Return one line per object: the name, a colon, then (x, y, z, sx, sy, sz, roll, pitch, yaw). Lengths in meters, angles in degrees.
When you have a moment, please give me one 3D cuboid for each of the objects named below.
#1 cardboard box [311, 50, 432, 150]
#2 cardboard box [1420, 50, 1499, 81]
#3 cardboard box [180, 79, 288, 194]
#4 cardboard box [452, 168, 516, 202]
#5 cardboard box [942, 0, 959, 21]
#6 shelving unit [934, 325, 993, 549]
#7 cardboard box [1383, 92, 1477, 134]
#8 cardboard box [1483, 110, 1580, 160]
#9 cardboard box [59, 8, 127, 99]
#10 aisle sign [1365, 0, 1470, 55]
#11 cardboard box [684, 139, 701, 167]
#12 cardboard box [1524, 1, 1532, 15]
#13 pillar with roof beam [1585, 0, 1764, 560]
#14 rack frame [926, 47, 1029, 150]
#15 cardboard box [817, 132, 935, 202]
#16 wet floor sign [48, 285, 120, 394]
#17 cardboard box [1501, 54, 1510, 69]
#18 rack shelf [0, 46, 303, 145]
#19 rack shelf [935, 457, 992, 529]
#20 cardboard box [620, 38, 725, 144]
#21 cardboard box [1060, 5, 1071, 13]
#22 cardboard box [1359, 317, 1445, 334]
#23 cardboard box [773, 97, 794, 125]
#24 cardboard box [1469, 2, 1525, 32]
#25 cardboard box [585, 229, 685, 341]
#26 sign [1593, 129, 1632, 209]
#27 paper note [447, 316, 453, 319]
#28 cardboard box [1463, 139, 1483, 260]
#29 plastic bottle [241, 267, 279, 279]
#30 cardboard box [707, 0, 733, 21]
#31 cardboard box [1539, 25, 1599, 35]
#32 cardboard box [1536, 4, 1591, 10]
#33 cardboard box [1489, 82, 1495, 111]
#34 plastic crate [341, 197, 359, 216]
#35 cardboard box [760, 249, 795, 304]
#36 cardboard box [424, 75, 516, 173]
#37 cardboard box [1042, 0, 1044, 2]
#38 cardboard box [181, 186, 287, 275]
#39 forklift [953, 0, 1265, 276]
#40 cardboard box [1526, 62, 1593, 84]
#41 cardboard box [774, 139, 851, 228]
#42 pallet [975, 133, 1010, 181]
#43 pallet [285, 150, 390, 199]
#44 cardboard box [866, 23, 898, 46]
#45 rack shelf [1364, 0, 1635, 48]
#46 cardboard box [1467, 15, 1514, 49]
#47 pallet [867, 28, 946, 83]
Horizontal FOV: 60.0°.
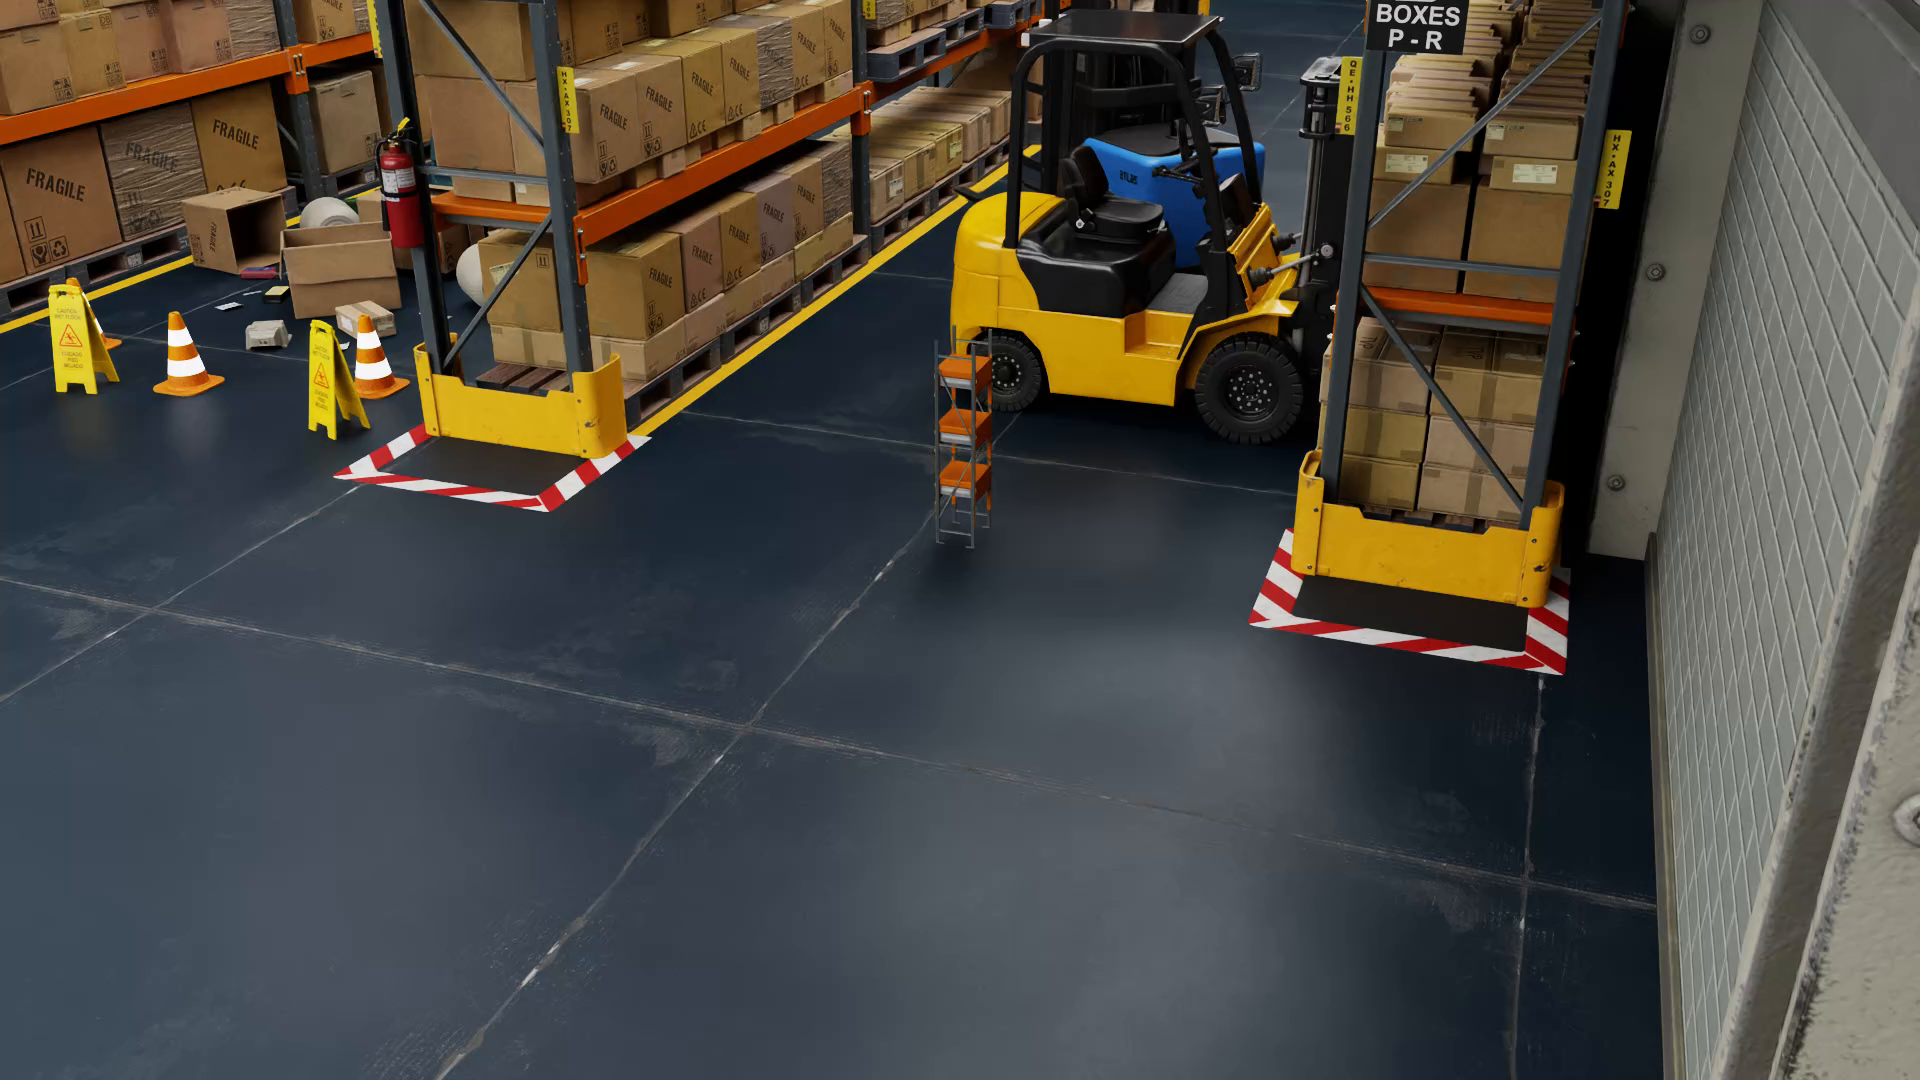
cardboard box: (-5.421, -4.074, 15.322, 1.050, 0.750, 0.750, 9, 27, 17)
cardboard box: (2.610, -2.475, 8.719, 0.380, 0.149, 0.250, 9, 27, 18)
cardboard box: (-6.143, -3.218, 13.410, 0.875, 0.875, 0.875, 9, 27, 18)
cardboard box: (-2.575, -1.985, 9.196, 0.380, 0.149, 0.250, 10, 27, 19)
cardboard box: (-0.224, -4.346, 13.590, 0.380, 0.149, 0.250, 10, 28, 19)
shelving unit: (0.018, -0.495, 8.067, 0.215, 1.050, 0.252, 9, 27, 17)
cardboard box: (2.158, -1.950, 7.634, 0.380, 0.149, 0.250, 9, 27, 18)
cardboard box: (2.498, -1.773, 7.269, 0.380, 0.149, 0.250, 8, 27, 16)
cardboard box: (-6.513, -3.481, 11.826, 0.875, 0.550, 0.500, 9, 27, 17)
aisle sign: (1.886, -2.381, 6.742, 0.394, 0.787, 0.004, 9, 27, 17)
cardboard box: (-1.771, -2.322, 9.892, 0.380, 0.149, 0.250, 9, 27, 19)
cardboard box: (3.964, -3.862, 12.382, 0.500, 0.250, 0.500, 9, 27, 18)
pillar with roof beam: (-0.793, -4.675, 7.579, 9.100, 9.000, 0.400, 9, 27, 17)
rack frame: (0.165, -5.201, 15.550, 1.000, 3.000, 0.127, 9, 27, 17)
cardboard box: (-0.758, -3.075, 13.693, 0.950, 0.372, 0.625, 11, 28, 21)
wet floor sign: (-5.341, -1.231, 10.052, 0.267, 0.644, 0.232, 4, 26, 8)
cardboard box: (3.122, -2.739, 10.351, 0.500, 0.500, 0.500, 8, 27, 16)
rack shelf: (-6.533, -3.088, 12.011, 1.077, 0.370, 4.000, 9, 27, 17)
rack shelf: (0.018, -0.235, 8.192, 0.215, 0.259, 0.240, 9, 27, 17)
cardboard box: (-1.740, -2.670, 9.866, 0.500, 0.500, 0.500, 8, 27, 16)
cardboard box: (0.774, -5.071, 17.239, 0.875, 0.875, 0.875, 9, 27, 18)
cardboard box: (2.208, -1.042, 8.485, 0.500, 0.250, 0.500, 9, 27, 18)
cardboard box: (-1.321, -2.850, 10.982, 0.380, 0.149, 0.250, 8, 27, 17)
cardboard box: (3.620, -3.550, 11.281, 0.380, 0.149, 0.250, 9, 27, 17)
cardboard box: (-1.961, -1.504, 9.726, 0.500, 0.500, 0.500, 8, 27, 16)
sign: (2.706, -1.537, 6.899, 0.100, 0.325, 0.005, 9, 27, 17)
paper note: (-3.516, -1.510, 11.357, 0.032, 0.001, 0.123, 9, 27, 17)
cardboard box: (2.282, -1.692, 8.188, 0.500, 0.500, 0.500, 10, 27, 19)
plastic bottle: (-5.125, -1.965, 12.238, 0.283, 0.061, 0.133, 0, 26, -1)
cardboard box: (-1.900, -3.628, 10.697, 0.700, 0.500, 0.500, 8, 27, 16)
cardboard box: (3.472, -2.815, 9.422, 0.380, 0.149, 0.250, 8, 27, 16)
cardboard box: (4.058, -3.494, 11.166, 0.380, 0.149, 0.250, 9, 27, 17)
cardboard box: (2.608, -2.335, 8.772, 0.380, 0.149, 0.250, 9, 27, 17)
plastic crate: (-4.690, -2.732, 13.612, 0.662, 0.188, 0.450, -20, 23, -36)
cardboard box: (-1.451, -1.798, 11.195, 0.500, 0.250, 0.500, 9, 27, 18)
cardboard box: (-2.576, -2.355, 9.216, 0.500, 0.500, 0.500, 8, 27, 17)
cardboard box: (0.565, -5.298, 15.923, 0.500, 0.250, 0.500, 8, 27, 17)
cardboard box: (-5.417, -2.323, 12.471, 0.500, 0.500, 0.500, 14, 29, 26)
forklift: (0.962, -3.523, 12.164, 1.130, 2.935, 3.031, -13, 29, -26)
cardboard box: (3.032, -2.291, 8.340, 0.380, 0.149, 0.250, 8, 27, 16)
cardboard box: (-1.110, -2.564, 11.917, 0.500, 0.500, 0.500, 8, 27, 17)
pallet: (-0.097, -3.625, 15.495, 1.003, 0.211, 1.213, 9, 27, 17)
pallet: (-5.682, -3.306, 14.837, 1.003, 0.211, 1.213, 9, 27, 17)
cardboard box: (-0.684, -3.814, 12.493, 0.380, 0.149, 0.250, 9, 27, 18)
rack shelf: (2.850, -3.043, 8.477, 1.077, 0.370, 4.000, 9, 27, 17)
cardboard box: (3.052, -2.995, 9.794, 0.380, 0.149, 0.250, 8, 27, 16)
pallet: (-0.775, -3.764, 12.802, 1.003, 0.211, 1.213, 9, 27, 17)
